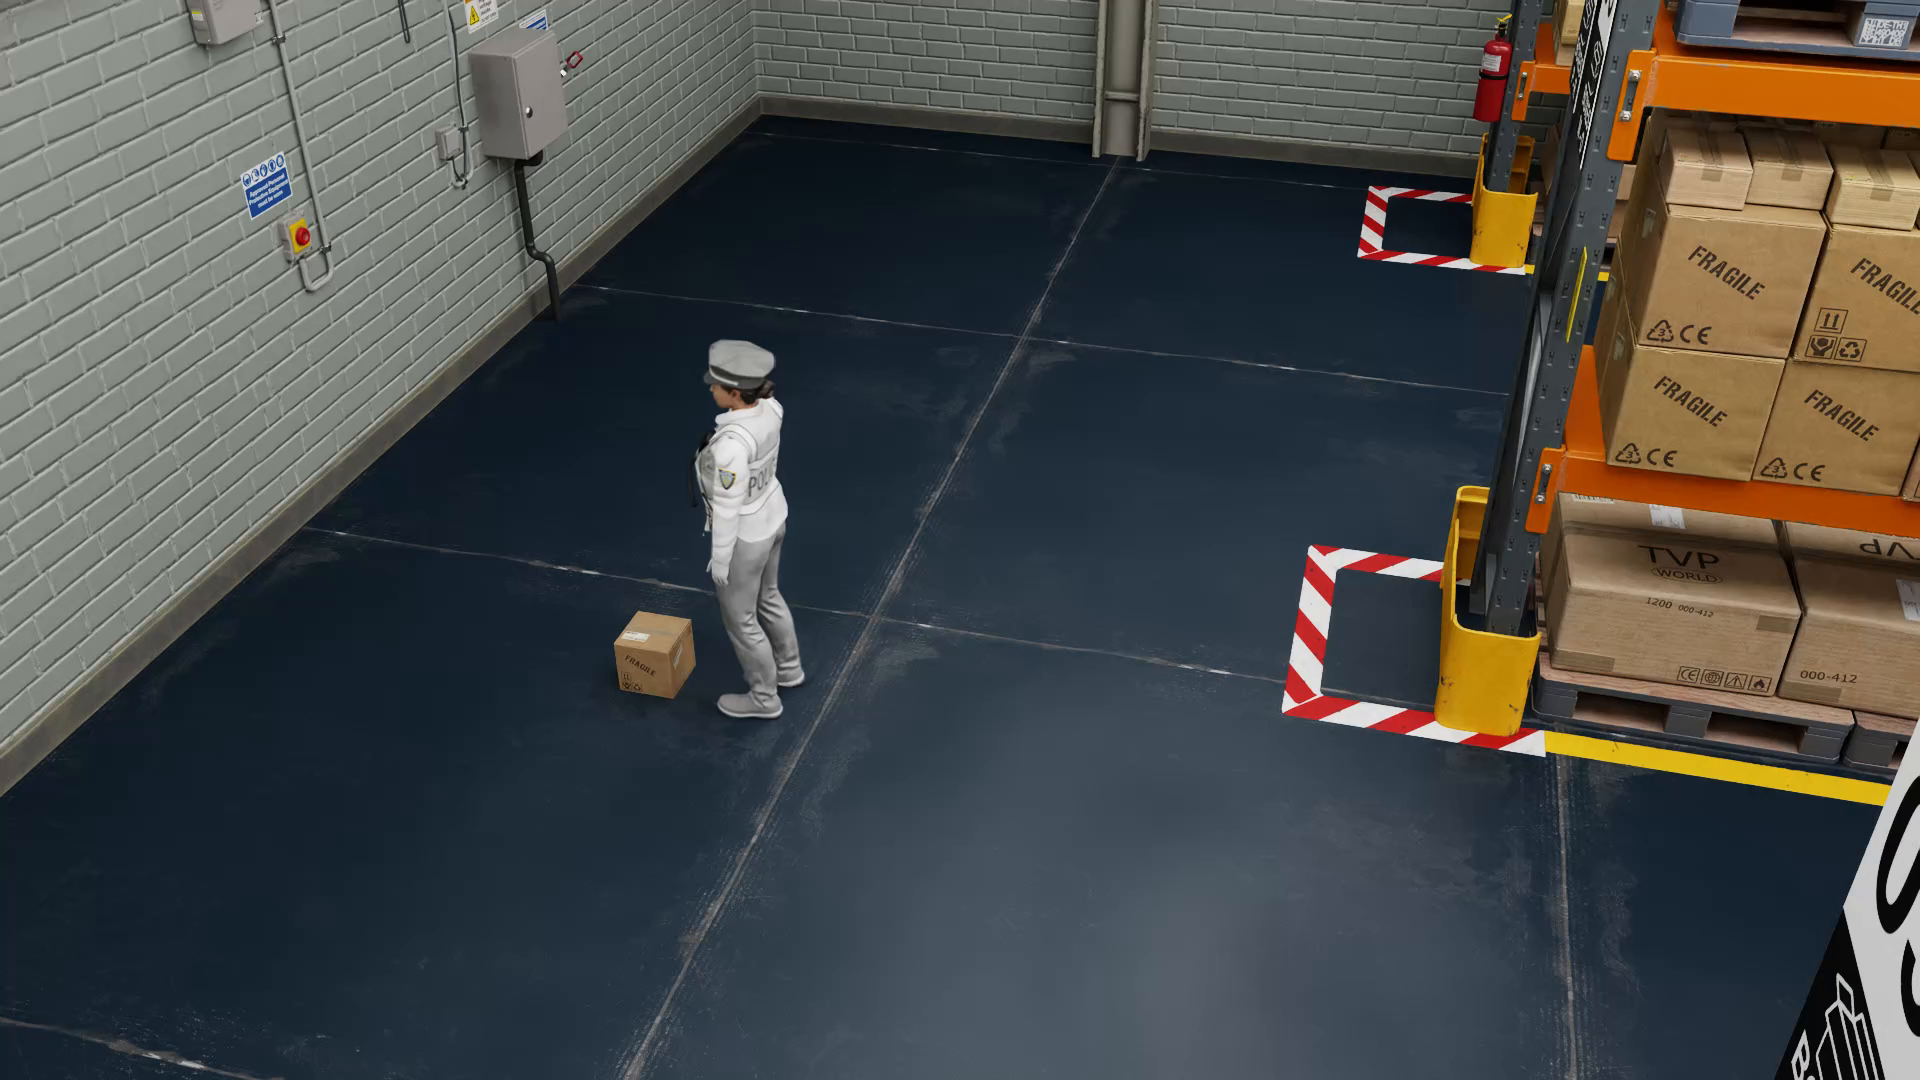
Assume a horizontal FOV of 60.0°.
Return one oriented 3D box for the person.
[{"bbox_3d":[-0.865,-0.015,6.669,0.337,1.692,0.466,9,34,13],"label":"person"}]
